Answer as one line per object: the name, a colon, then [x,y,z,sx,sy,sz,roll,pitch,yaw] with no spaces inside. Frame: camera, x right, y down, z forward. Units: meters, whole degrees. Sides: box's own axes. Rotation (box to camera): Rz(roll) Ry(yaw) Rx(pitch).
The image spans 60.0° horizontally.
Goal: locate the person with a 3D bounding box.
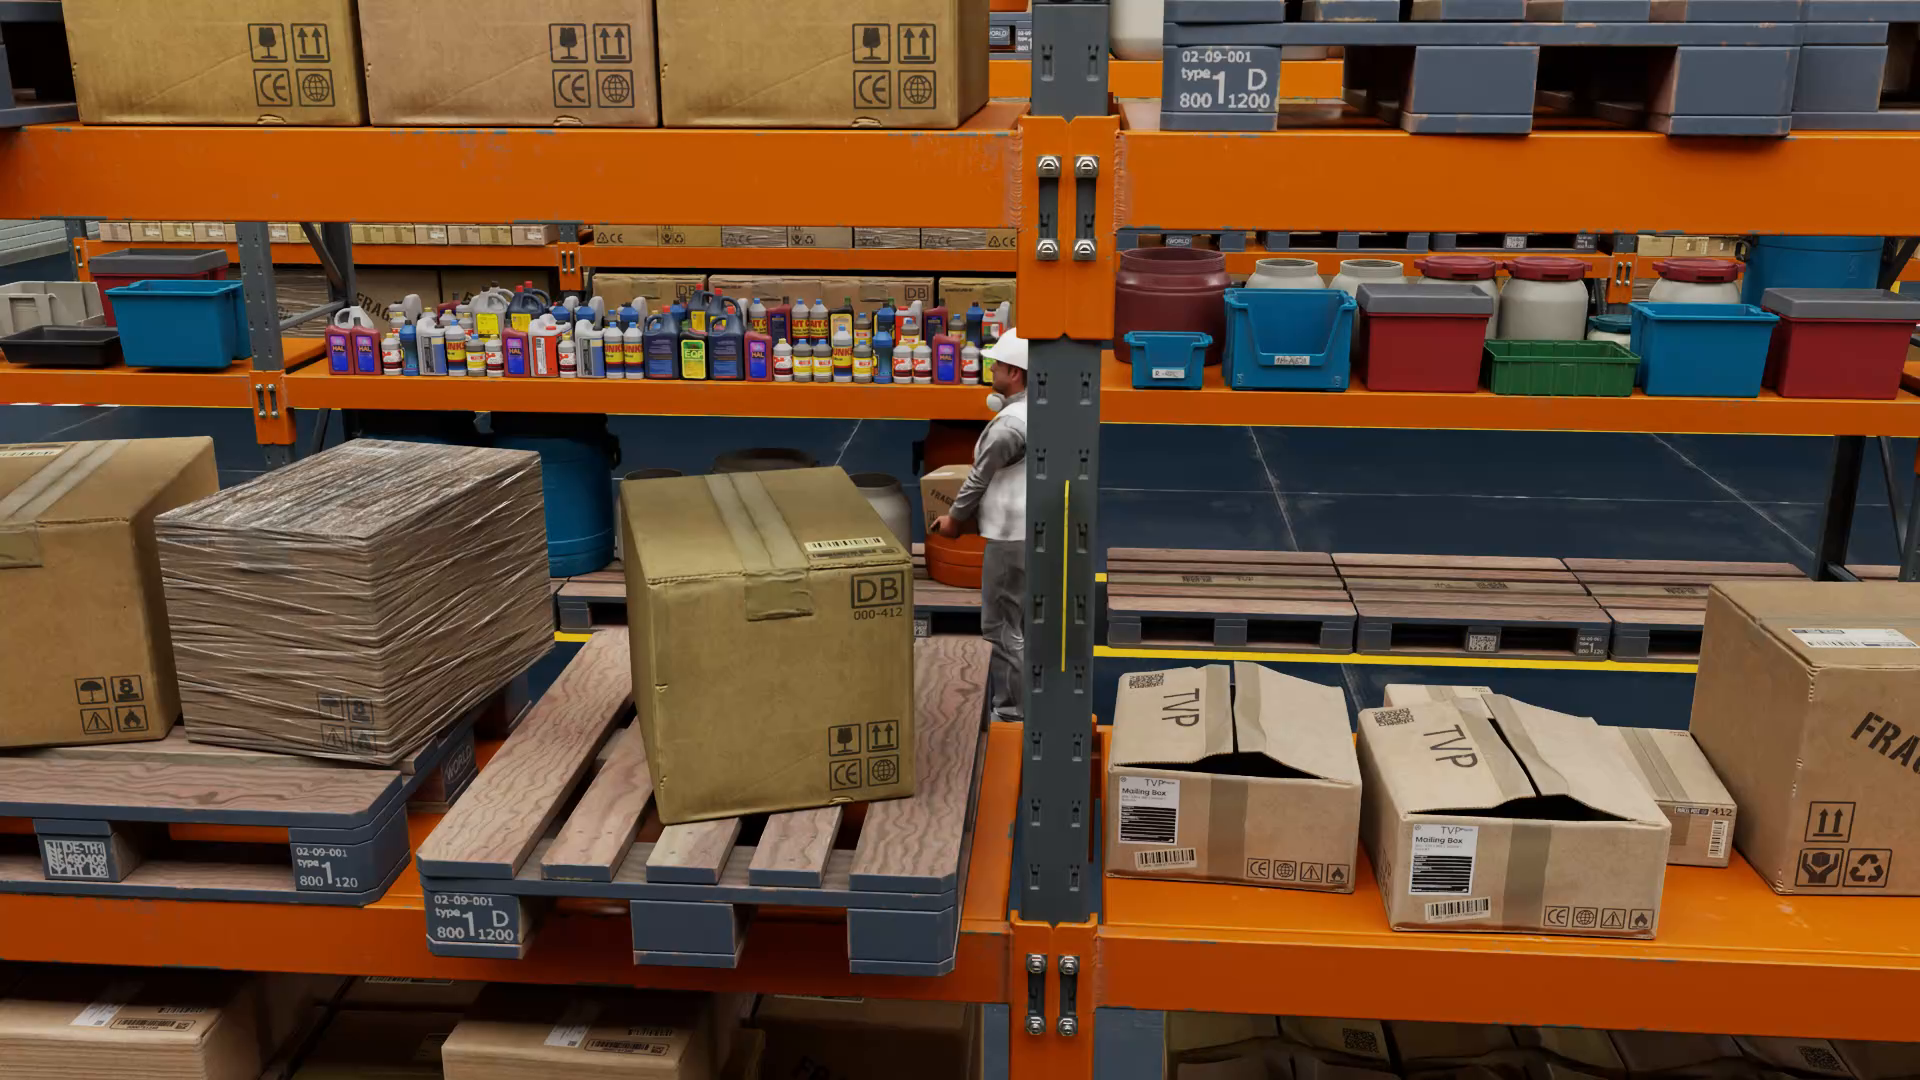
person: [0.169,-0.041,7.143,0.553,1.772,0.495,8,19,24]
